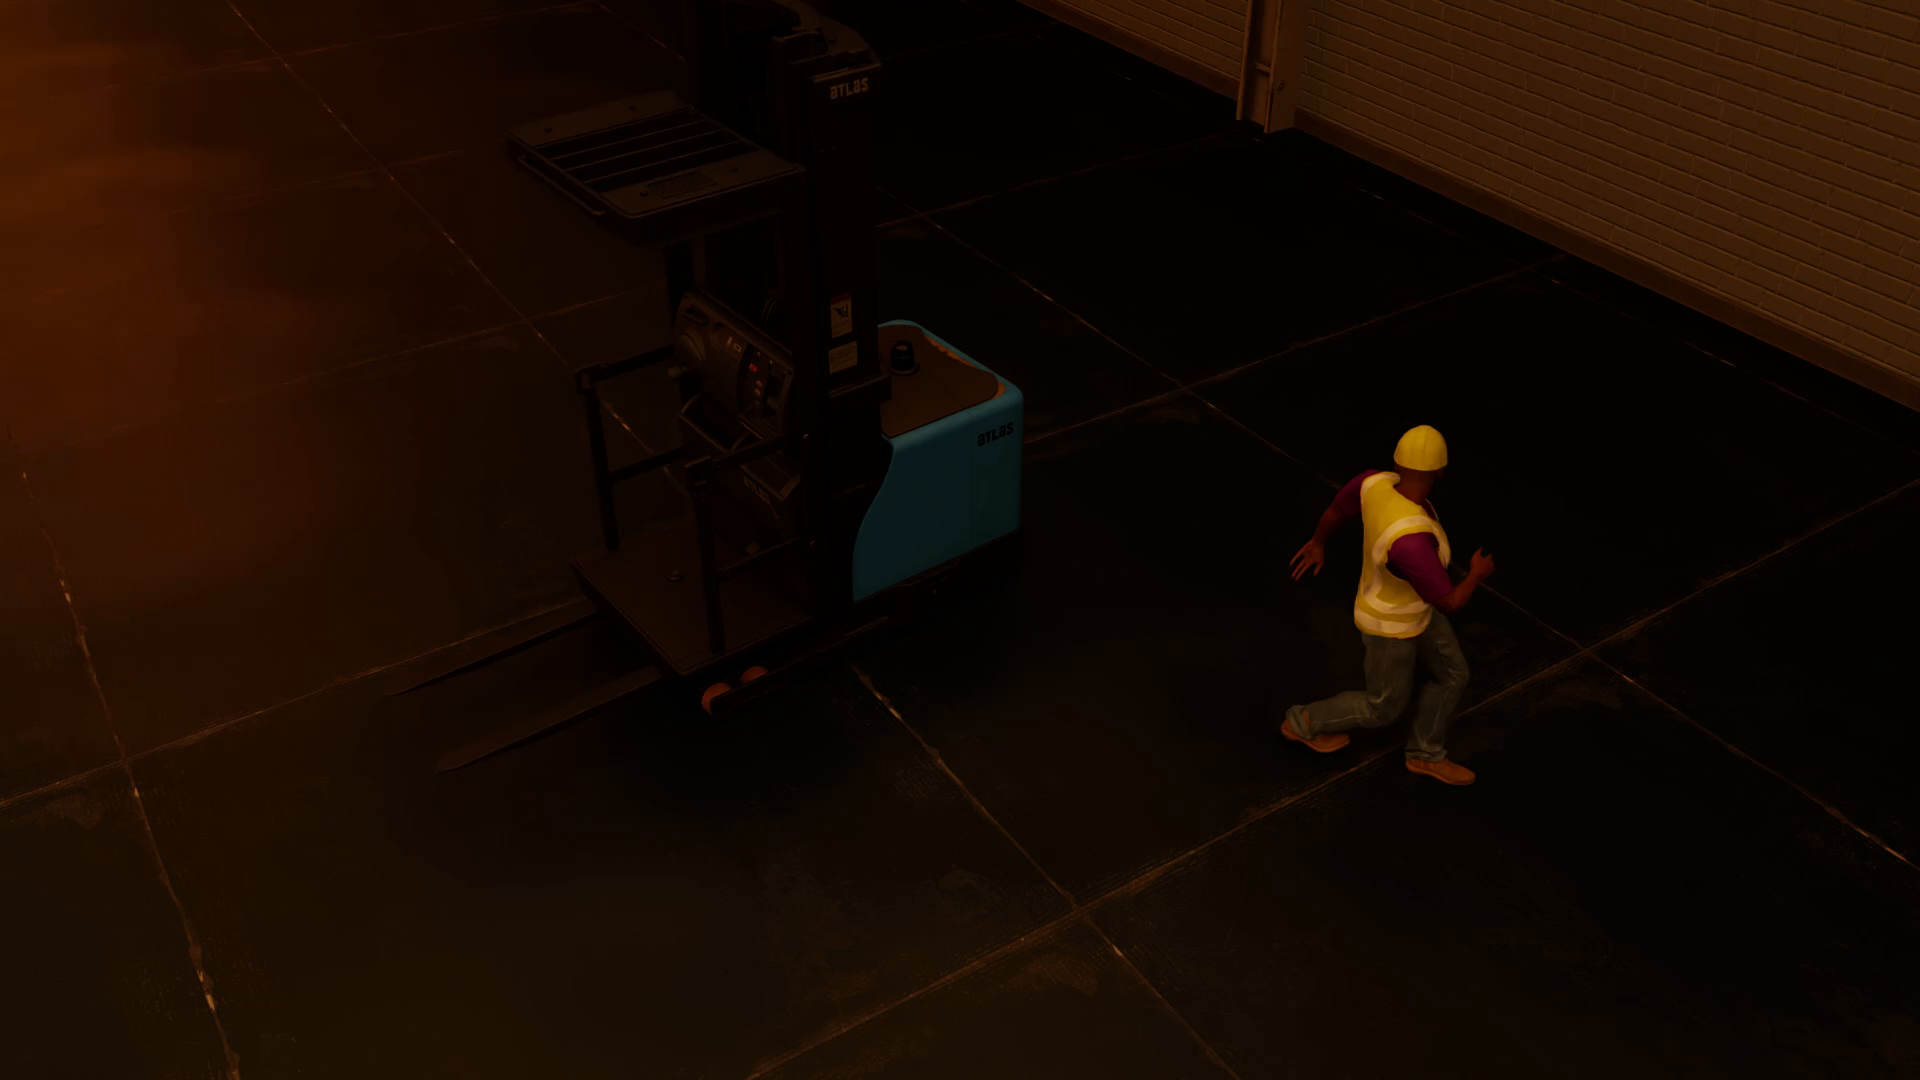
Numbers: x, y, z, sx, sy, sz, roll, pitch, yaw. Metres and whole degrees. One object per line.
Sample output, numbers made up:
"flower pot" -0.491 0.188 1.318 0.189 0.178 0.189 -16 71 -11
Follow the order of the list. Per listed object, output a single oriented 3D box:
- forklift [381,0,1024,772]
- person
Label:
"forklift" -1.162 -0.731 7.188 3.031 2.935 1.130 -24 41 -30
"person" 1.799 0.277 6.872 0.940 1.685 0.594 11 37 15
